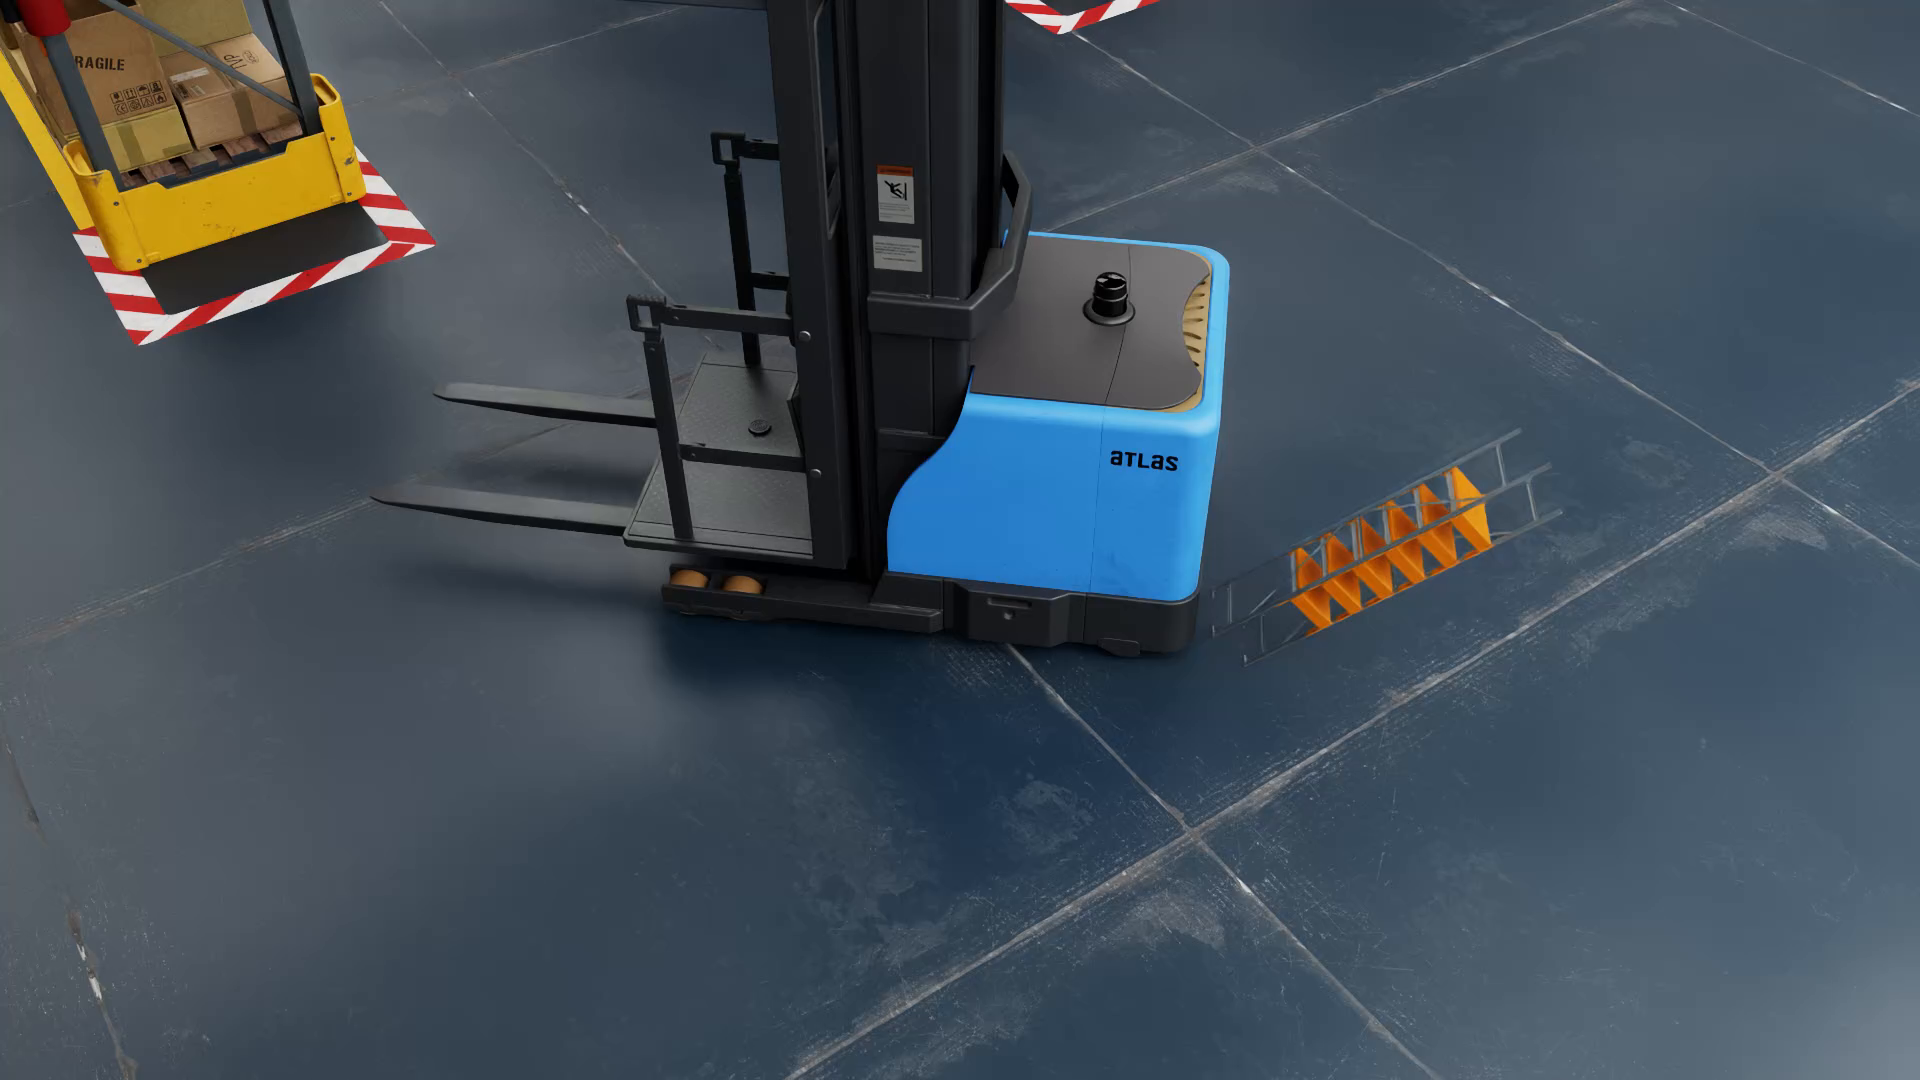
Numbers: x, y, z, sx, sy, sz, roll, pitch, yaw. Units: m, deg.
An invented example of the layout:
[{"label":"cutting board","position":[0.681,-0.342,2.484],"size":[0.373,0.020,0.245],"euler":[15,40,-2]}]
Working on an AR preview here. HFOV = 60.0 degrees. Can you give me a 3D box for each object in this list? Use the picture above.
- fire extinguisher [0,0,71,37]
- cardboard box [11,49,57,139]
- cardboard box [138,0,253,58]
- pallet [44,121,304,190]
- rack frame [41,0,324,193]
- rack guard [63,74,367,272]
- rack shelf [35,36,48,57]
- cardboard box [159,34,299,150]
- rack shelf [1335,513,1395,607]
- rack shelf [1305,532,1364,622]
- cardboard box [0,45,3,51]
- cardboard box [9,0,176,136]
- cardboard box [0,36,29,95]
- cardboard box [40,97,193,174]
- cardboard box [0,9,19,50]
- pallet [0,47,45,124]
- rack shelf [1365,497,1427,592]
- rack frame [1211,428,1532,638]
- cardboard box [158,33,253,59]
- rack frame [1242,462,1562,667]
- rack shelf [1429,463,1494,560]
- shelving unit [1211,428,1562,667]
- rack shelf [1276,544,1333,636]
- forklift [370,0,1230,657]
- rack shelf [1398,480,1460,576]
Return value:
[{"label":"fire extinguisher","position":[-3.735,-2.343,6.588],"size":[0.296,0.674,0.183],"euler":[-26,49,-24]},{"label":"cardboard box","position":[-4.266,-2.244,8.116],"size":[0.500,0.250,0.500],"euler":[-26,49,-24]},{"label":"cardboard box","position":[-3.833,-2.724,8.075],"size":[0.500,0.500,0.500],"euler":[-26,49,-24]},{"label":"pallet","position":[-3.893,-2.030,8.223],"size":[1.003,0.211,1.213],"euler":[-26,49,-24]},{"label":"rack frame","position":[-3.421,-2.622,6.824],"size":[1.000,3.000,0.127],"euler":[-26,49,-24]},{"label":"rack guard","position":[-3.407,-1.704,7.673],"size":[1.175,0.500,0.348],"euler":[-26,49,-24]},{"label":"rack shelf","position":[-4.565,-3.494,8.259],"size":[1.077,0.370,4.000],"euler":[-26,49,-24]},{"label":"cardboard box","position":[-3.545,-2.170,8.038],"size":[0.500,0.250,0.500],"euler":[-26,49,-24]},{"label":"rack shelf","position":[1.345,0.063,5.535],"size":[0.103,0.180,0.258],"euler":[-31,32,32]},{"label":"rack shelf","position":[1.257,0.115,5.598],"size":[0.103,0.180,0.258],"euler":[-31,32,32]},{"label":"cardboard box","position":[-4.838,-2.811,8.709],"size":[0.500,0.250,0.500],"euler":[-26,49,-24]},{"label":"cardboard box","position":[-3.972,-2.236,7.564],"size":[0.500,0.500,0.500],"euler":[-26,49,-24]},{"label":"cardboard box","position":[-4.554,-2.527,8.412],"size":[0.500,0.250,0.500],"euler":[-26,49,-24]},{"label":"cardboard box","position":[-3.970,-1.966,7.824],"size":[0.500,0.250,0.500],"euler":[-26,49,-24]},{"label":"cardboard box","position":[-4.556,-2.797,8.151],"size":[0.500,0.500,0.500],"euler":[-26,49,-24]},{"label":"pallet","position":[-4.587,-2.720,8.946],"size":[1.003,0.211,1.213],"euler":[-26,49,-24]},{"label":"rack shelf","position":[1.432,0.011,5.472],"size":[0.103,0.180,0.258],"euler":[-31,32,32]},{"label":"rack frame","position":[1.315,-0.010,5.470],"size":[1.200,0.006,0.240],"euler":[-31,32,32]},{"label":"cardboard box","position":[-3.835,-2.452,8.334],"size":[0.500,0.250,0.500],"euler":[-26,49,-24]},{"label":"rack frame","position":[1.439,0.097,5.554],"size":[1.200,0.006,0.240],"euler":[-31,32,32]},{"label":"rack shelf","position":[1.608,-0.094,5.346],"size":[0.103,0.180,0.258],"euler":[-31,32,32]},{"label":"shelving unit","position":[1.377,0.044,5.512],"size":[1.200,0.189,0.258],"euler":[-31,32,32]},{"label":"rack shelf","position":[1.169,0.168,5.661],"size":[0.103,0.180,0.258],"euler":[-31,32,32]},{"label":"forklift","position":[-0.617,-1.126,5.307],"size":[3.031,2.935,1.130],"euler":[6,44,6]},{"label":"rack shelf","position":[1.520,-0.042,5.409],"size":[0.103,0.180,0.258],"euler":[-31,32,32]}]
